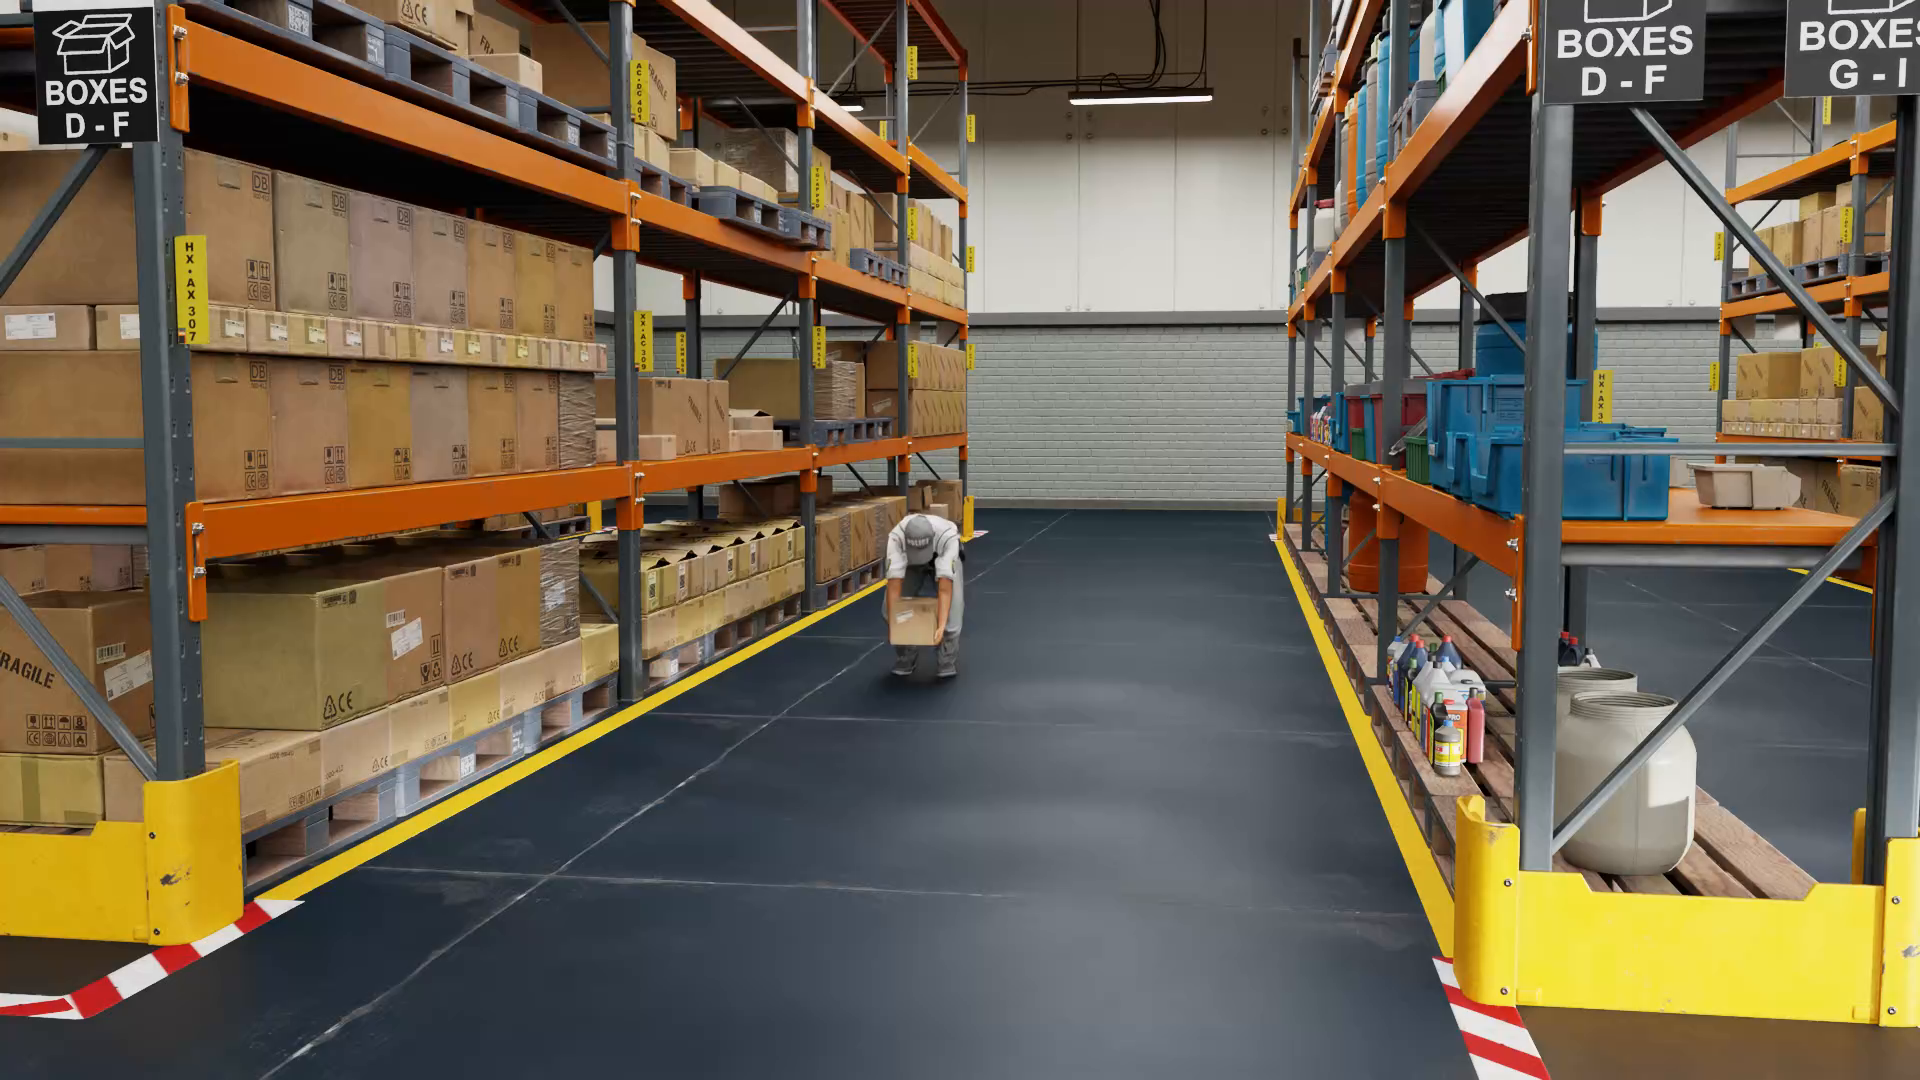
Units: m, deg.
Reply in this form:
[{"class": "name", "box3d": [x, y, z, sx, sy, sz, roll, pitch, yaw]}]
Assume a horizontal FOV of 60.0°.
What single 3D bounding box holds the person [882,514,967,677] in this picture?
[{"class": "person", "box3d": [-0.223, 0.329, 9.971, 0.503, 1.000, 0.937, 0, 5, 6]}]
